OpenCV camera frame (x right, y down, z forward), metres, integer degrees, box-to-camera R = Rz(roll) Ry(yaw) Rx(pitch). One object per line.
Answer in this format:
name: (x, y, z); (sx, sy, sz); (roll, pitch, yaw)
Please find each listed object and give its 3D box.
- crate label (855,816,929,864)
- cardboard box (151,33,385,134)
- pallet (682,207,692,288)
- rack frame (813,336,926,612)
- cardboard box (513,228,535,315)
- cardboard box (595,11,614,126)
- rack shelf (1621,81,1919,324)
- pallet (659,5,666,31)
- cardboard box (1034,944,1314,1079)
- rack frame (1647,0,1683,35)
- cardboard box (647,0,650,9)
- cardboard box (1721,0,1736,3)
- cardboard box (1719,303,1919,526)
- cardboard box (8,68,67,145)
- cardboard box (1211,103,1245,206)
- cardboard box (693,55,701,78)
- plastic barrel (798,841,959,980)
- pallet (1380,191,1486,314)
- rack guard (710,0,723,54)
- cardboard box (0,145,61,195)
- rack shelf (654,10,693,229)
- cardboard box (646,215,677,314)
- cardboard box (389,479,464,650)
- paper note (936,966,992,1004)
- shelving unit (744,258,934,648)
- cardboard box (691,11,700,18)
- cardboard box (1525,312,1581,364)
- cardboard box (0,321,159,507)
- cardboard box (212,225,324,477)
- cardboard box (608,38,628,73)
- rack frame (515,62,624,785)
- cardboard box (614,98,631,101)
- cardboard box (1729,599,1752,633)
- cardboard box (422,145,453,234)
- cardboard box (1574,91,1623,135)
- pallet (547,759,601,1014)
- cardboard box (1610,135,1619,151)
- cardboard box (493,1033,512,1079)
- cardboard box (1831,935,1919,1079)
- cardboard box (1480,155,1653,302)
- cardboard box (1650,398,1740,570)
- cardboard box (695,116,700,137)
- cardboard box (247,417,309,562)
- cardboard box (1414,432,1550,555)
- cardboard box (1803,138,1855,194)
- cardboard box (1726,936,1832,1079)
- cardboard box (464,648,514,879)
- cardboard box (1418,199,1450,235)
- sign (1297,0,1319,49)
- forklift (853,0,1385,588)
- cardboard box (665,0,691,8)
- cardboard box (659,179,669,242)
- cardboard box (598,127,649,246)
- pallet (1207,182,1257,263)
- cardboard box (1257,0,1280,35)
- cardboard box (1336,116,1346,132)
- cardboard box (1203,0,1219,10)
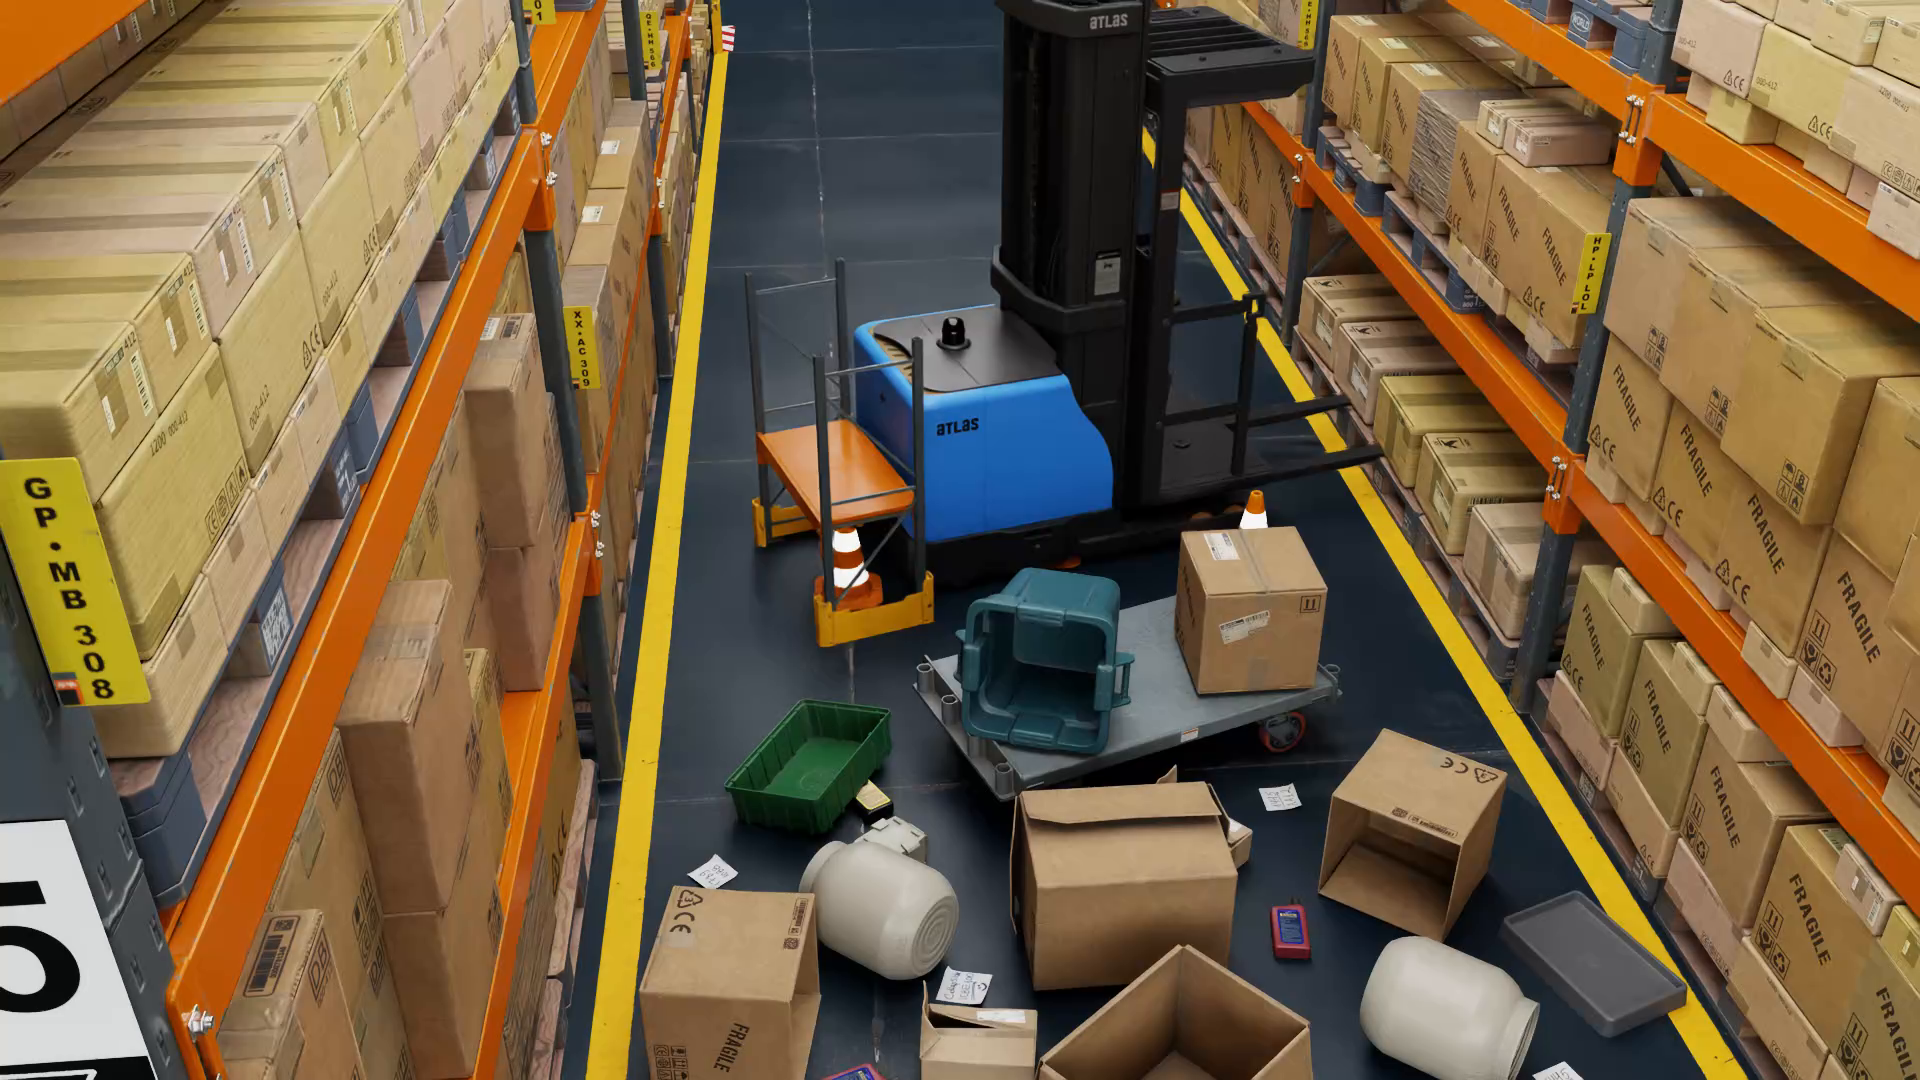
crate label: (-0.276, 1.225, 6.565); (0.250, 0.136, 0.298); (27, 40, 37)
cardboard box: (-1.416, -0.937, 3.429); (0.380, 0.149, 0.250); (-2, 31, -4)
pallet: (-2.490, -2.134, 12.117); (1.003, 0.211, 1.213); (-3, 31, -5)
rack frame: (-0.399, -0.198, 7.619); (0.500, 1.500, 0.032); (-12, 33, -20)
cardboard box: (-1.986, -0.994, 6.416); (0.700, 0.500, 0.500); (-3, 31, -5)
cardboard box: (-2.276, -2.553, 9.026); (0.700, 0.500, 0.500); (-3, 31, -5)
rack shelf: (3.172, -0.515, 4.463); (1.077, 0.370, 4.000); (-3, 31, -5)
pallet: (-2.755, -3.873, 12.496); (1.003, 0.211, 1.213); (-3, 31, -5)
cardboard box: (0.674, 1.781, 5.277); (0.637, 0.503, 0.797); (27, 40, 37)
rack frame: (2.985, -3.133, 5.219); (1.000, 3.000, 0.127); (-3, 31, -5)
cardboard box: (-2.302, -3.682, 11.245); (0.380, 0.149, 0.250); (-3, 31, -5)
cardboard box: (2.690, -1.903, 5.553); (0.380, 0.149, 0.250); (-3, 31, -5)
cardboard box: (2.856, -0.402, 5.136); (0.700, 0.500, 0.500); (-3, 31, -6)
cardboard box: (-2.072, -0.906, 3.377); (0.380, 0.149, 0.250); (-3, 31, -4)
cardboard box: (2.467, -3.136, 12.738); (0.875, 0.875, 0.875); (-2, 31, -3)
cardboard box: (-2.553, -4.296, 15.098); (0.380, 0.149, 0.250); (-3, 31, -5)
plastic barrel: (-0.301, 1.343, 6.088); (0.512, 0.421, 0.421); (20, 36, 29)
pallet: (2.837, -1.508, 8.537); (1.003, 0.211, 1.213); (-3, 31, -5)
rack guard: (-3.048, -5.283, 17.107); (1.175, 0.500, 0.348); (-3, 31, -5)
cardboard box: (-1.976, -0.549, 3.167); (0.500, 0.250, 0.500); (-3, 31, -5)
rack shelf: (-2.494, -3.023, 11.587); (1.077, 0.370, 4.000); (-3, 31, -5)
cardboard box: (-2.120, -1.791, 10.851); (0.500, 0.500, 0.500); (-4, 31, -7)
cardboard box: (-1.796, 0.221, 4.255); (0.875, 0.550, 0.500); (-3, 31, -5)
paper note: (0.015, 1.615, 6.023); (0.172, 0.023, 0.155); (8, 32, 13)
shelving unit: (-0.602, -0.442, 8.028); (0.587, 1.500, 1.083); (-12, 33, -20)
cardboard box: (-2.675, -4.956, 15.913); (0.380, 0.149, 0.250); (-4, 31, -7)
cardboard box: (2.662, -0.879, 7.132); (0.380, 0.149, 0.250); (-2, 31, -4)
cardboard box: (-1.274, -0.157, 2.123); (0.380, 0.149, 0.250); (-2, 31, -4)
cardboard box: (-1.398, -0.318, 2.782); (0.500, 0.250, 0.500); (-3, 31, -5)
cardboard box: (-2.158, -2.886, 9.911); (0.380, 0.149, 0.250); (-3, 31, -5)
rack frame: (-1.934, -0.268, 6.274); (1.000, 3.000, 0.127); (-3, 31, -5)
cardboard box: (-2.148, -2.621, 10.048); (0.380, 0.149, 0.250); (-3, 31, -5)
cardboard box: (2.870, 0.250, 5.651); (0.380, 0.149, 0.250); (-3, 31, -5)
cardboard box: (-1.461, -0.850, 4.062); (0.380, 0.149, 0.250); (-3, 31, -5)
cardboard box: (3.089, -1.993, 7.732); (0.380, 0.149, 0.250); (-1, 31, -2)
pallet: (-1.941, 1.321, 6.333); (1.003, 0.211, 1.213); (-3, 31, -5)
cardboard box: (3.147, -1.670, 7.823); (0.500, 0.500, 0.500); (-3, 31, -5)
cardboard box: (-1.774, 1.714, 4.618); (0.875, 0.875, 0.875); (-3, 31, -5)
cardboard box: (2.972, 1.501, 4.853); (0.500, 0.500, 0.500); (-2, 31, -3)
cardboard box: (2.666, -1.386, 7.348); (0.500, 0.500, 0.500); (-3, 31, -4)
cardboard box: (2.819, -0.234, 5.830); (0.500, 0.500, 0.500); (-3, 31, -5)
cardboard box: (-2.395, -3.510, 14.072); (0.380, 0.149, 0.250); (-4, 31, -7)
cardboard box: (-1.320, -0.078, 2.768); (0.380, 0.149, 0.250); (-3, 31, -4)
cardboard box: (2.863, -0.244, 8.386); (0.950, 0.372, 0.625); (-1, 31, -1)
cardboard box: (2.856, -1.179, 5.118); (0.380, 0.149, 0.250); (-2, 31, -3)
cardboard box: (2.920, 1.554, 5.495); (0.500, 0.250, 0.500); (-4, 31, -6)
cardboard box: (-1.731, 0.682, 4.537); (0.875, 0.550, 0.500); (-3, 31, -5)
cardboard box: (2.559, -1.669, 8.455); (0.380, 0.149, 0.250); (-2, 31, -3)
sign: (2.059, -3.068, 9.832); (0.100, 0.325, 0.005); (-3, 31, -5)
forklift: (1.013, -1.480, 8.370); (3.031, 2.935, 1.130); (-11, 33, -18)
cardboard box: (-2.382, -4.405, 13.445); (0.380, 0.149, 0.250); (-2, 31, -3)
cardboard box: (-2.131, -2.103, 10.643); (0.500, 0.250, 0.500); (-4, 31, -7)
cardboard box: (-1.953, -1.882, 8.878); (0.500, 0.500, 0.500); (-3, 31, -5)
pallet: (2.502, -2.430, 12.612); (1.003, 0.211, 1.213); (-3, 31, -5)
cardboard box: (2.247, -3.584, 10.753); (0.500, 0.500, 0.500); (-2, 31, -4)
cardboard box: (2.457, -2.497, 9.840); (0.380, 0.149, 0.250); (-4, 31, -7)
cardboard box: (2.095, -4.030, 12.230); (0.500, 0.250, 0.500); (-2, 31, -4)
